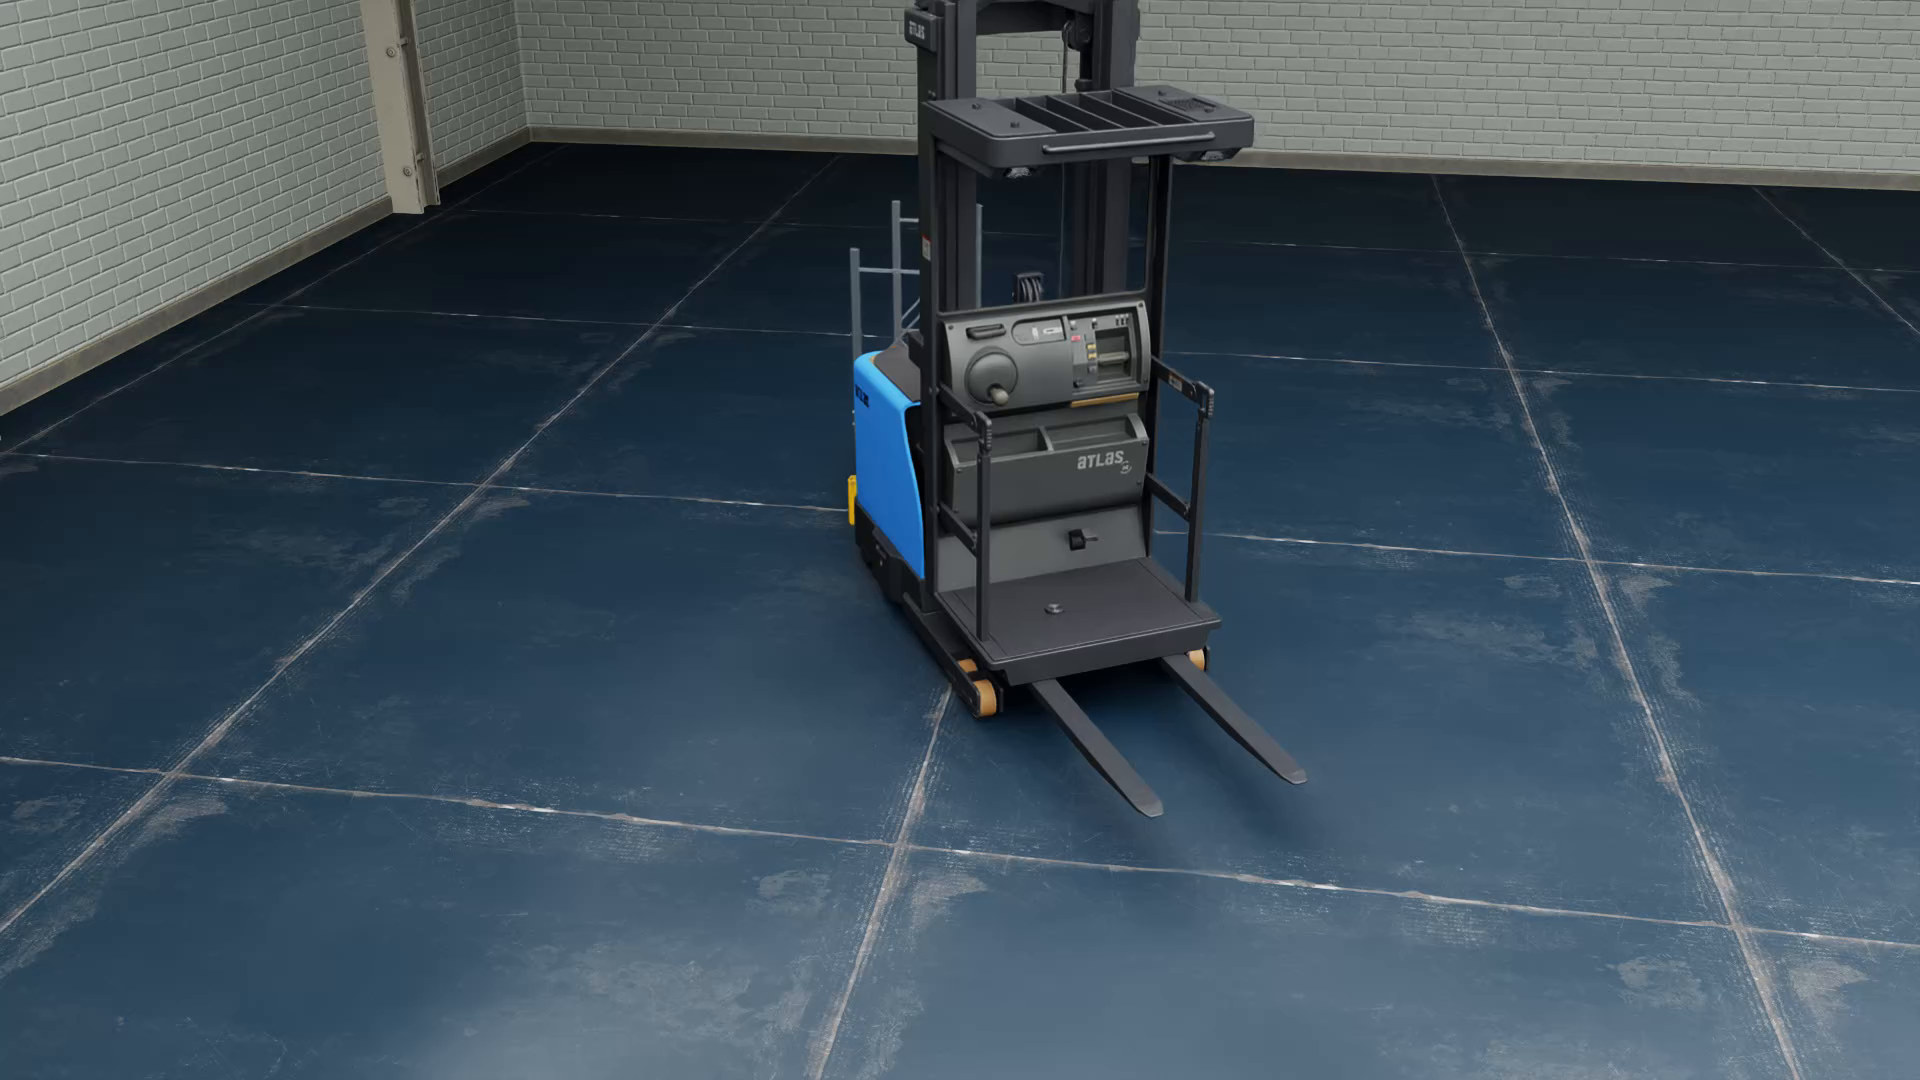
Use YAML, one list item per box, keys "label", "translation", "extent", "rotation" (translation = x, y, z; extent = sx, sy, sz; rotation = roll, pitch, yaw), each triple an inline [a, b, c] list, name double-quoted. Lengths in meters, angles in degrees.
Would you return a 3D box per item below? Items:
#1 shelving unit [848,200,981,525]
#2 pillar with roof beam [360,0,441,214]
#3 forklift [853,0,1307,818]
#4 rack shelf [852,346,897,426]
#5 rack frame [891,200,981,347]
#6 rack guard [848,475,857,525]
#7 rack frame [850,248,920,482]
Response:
- label: "shelving unit"
  translation: [-0.219, -0.970, 9.053]
  extent: [0.587, 1.500, 1.083]
  rotation: [4, 25, 9]
- label: "pillar with roof beam"
  translation: [-0.748, -6.825, 12.715]
  extent: [9.100, 9.000, 0.400]
  rotation: [4, 25, 9]
- label: "forklift"
  translation: [0.461, -0.764, 6.926]
  extent: [1.130, 2.935, 3.031]
  rotation: [-9, 27, -19]
- label: "rack shelf"
  translation: [-0.217, -0.811, 9.137]
  extent: [0.538, 0.185, 1.000]
  rotation: [4, 25, 9]
- label: "rack frame"
  translation: [-0.131, -1.186, 9.515]
  extent: [0.500, 1.500, 0.032]
  rotation: [4, 25, 9]
- label: "rack guard"
  translation: [-0.303, -0.196, 8.873]
  extent: [0.587, 0.250, 0.087]
  rotation: [4, 25, 9]
- label: "rack frame"
  translation: [-0.303, -0.761, 8.607]
  extent: [0.500, 1.500, 0.032]
  rotation: [4, 25, 9]
